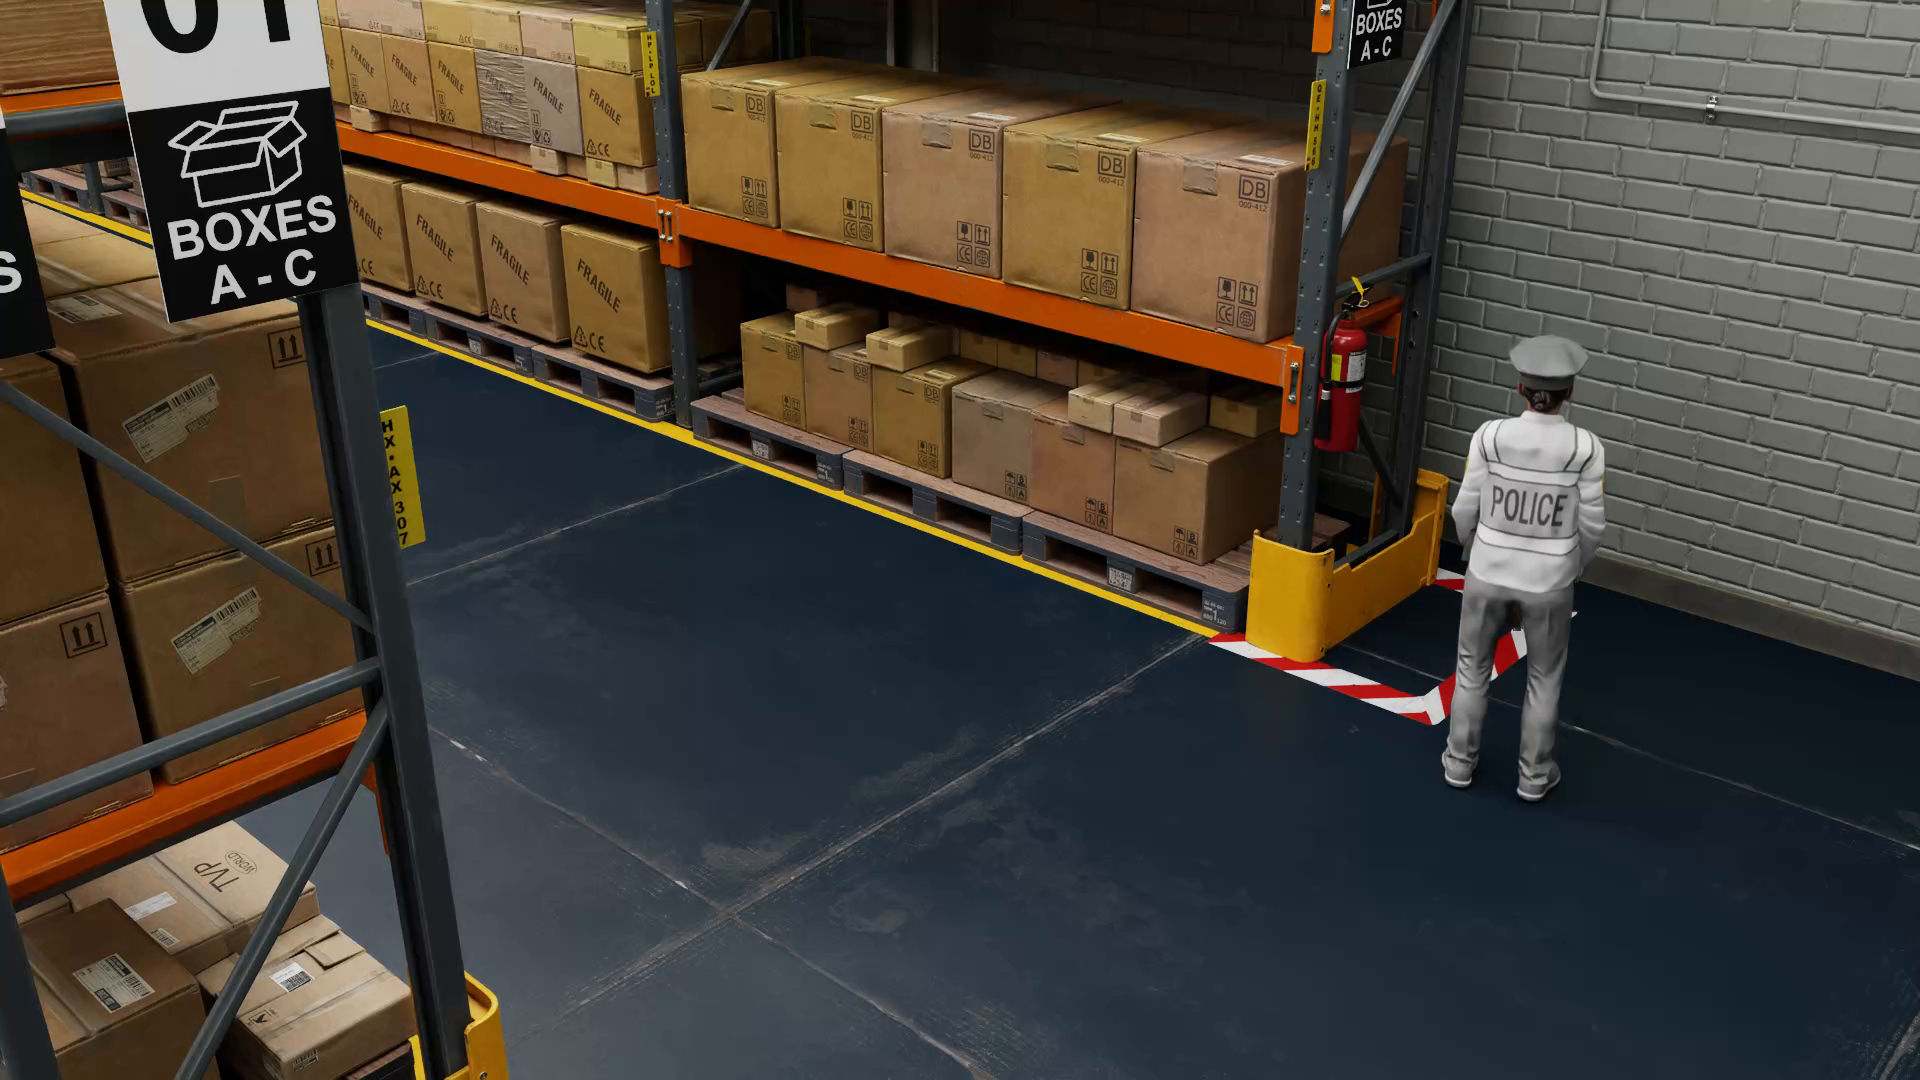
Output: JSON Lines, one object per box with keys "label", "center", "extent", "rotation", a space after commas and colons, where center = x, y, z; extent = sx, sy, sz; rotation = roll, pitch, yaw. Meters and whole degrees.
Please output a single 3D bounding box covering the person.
{"label": "person", "center": [1.958, 0.117, 5.814], "extent": [0.502, 1.680, 0.384], "rotation": [10, 26, 21]}
